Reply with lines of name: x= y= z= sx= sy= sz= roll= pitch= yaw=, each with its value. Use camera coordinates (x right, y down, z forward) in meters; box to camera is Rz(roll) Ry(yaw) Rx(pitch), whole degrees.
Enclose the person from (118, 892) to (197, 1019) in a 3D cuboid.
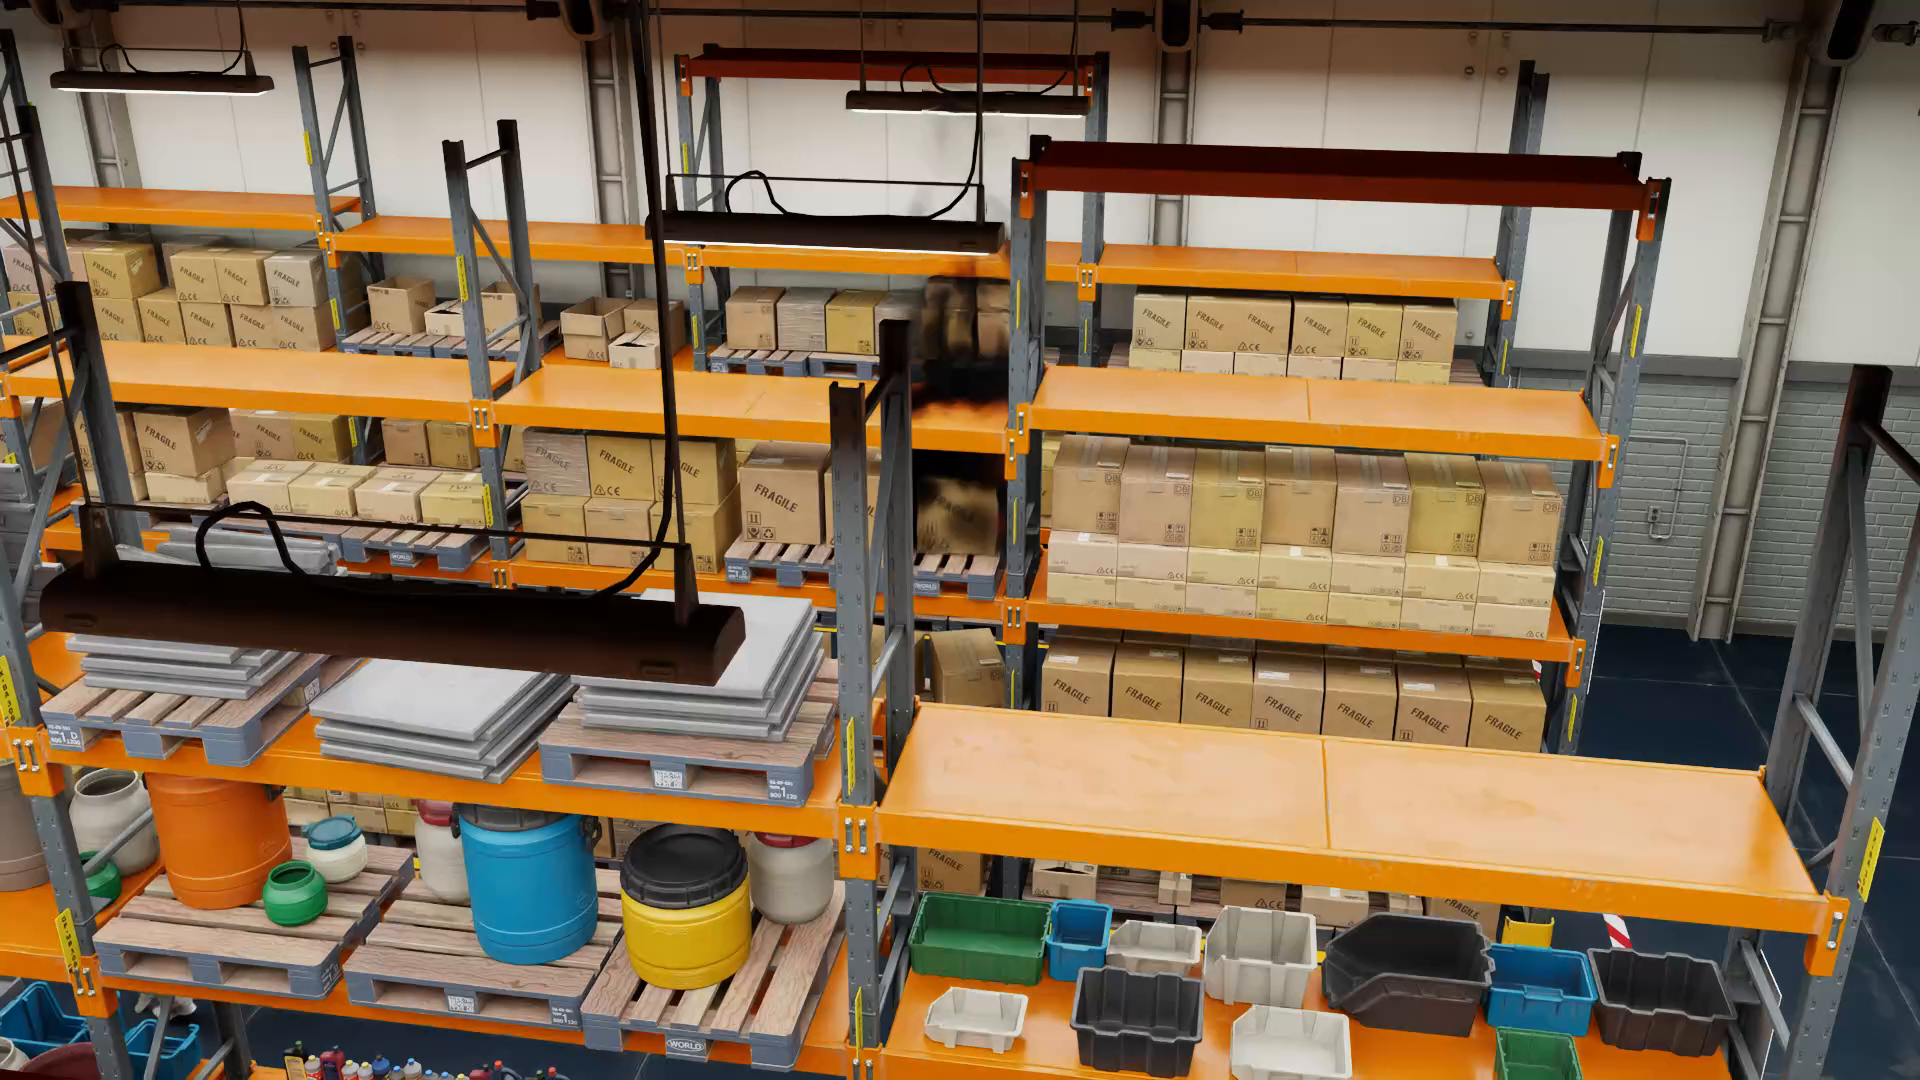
person: x=-5.908 y=2.717 z=11.832 sx=0.706 sy=1.694 sz=0.538 roll=-1 pitch=23 yaw=-3
